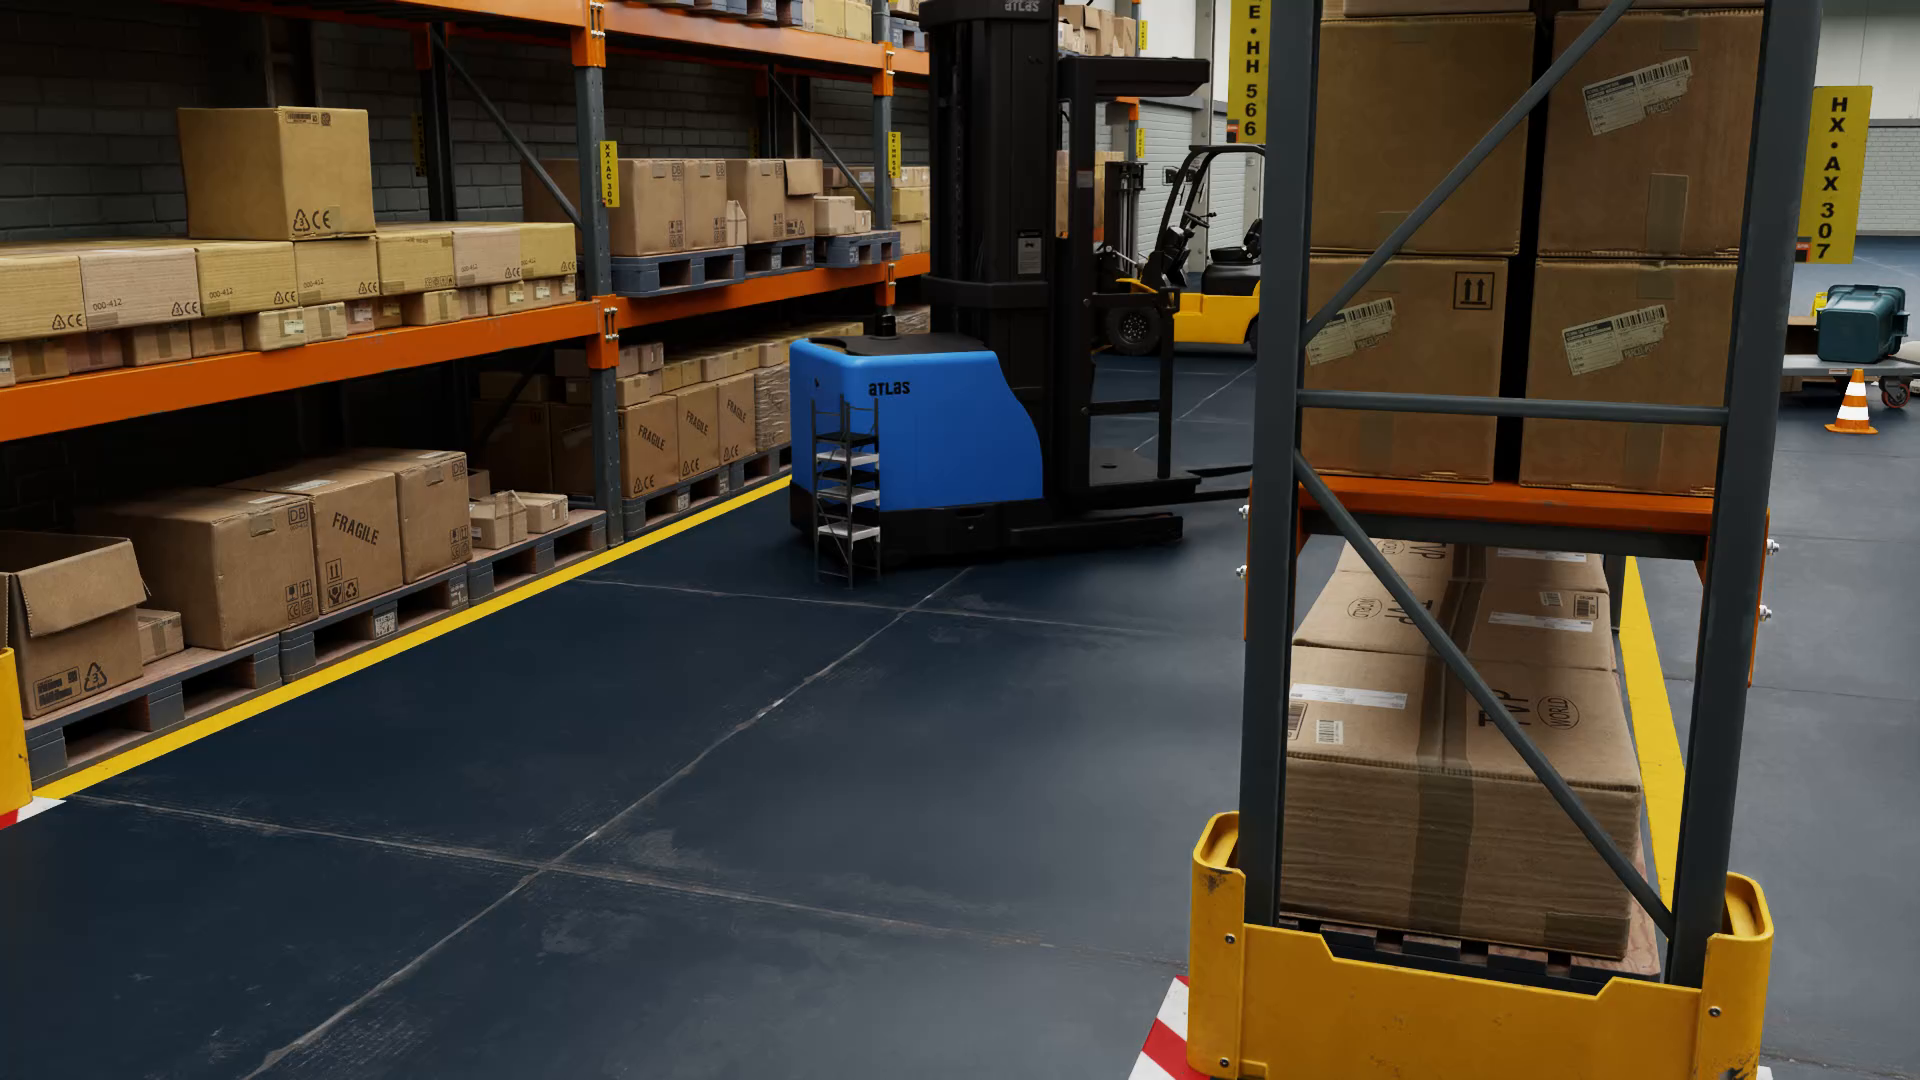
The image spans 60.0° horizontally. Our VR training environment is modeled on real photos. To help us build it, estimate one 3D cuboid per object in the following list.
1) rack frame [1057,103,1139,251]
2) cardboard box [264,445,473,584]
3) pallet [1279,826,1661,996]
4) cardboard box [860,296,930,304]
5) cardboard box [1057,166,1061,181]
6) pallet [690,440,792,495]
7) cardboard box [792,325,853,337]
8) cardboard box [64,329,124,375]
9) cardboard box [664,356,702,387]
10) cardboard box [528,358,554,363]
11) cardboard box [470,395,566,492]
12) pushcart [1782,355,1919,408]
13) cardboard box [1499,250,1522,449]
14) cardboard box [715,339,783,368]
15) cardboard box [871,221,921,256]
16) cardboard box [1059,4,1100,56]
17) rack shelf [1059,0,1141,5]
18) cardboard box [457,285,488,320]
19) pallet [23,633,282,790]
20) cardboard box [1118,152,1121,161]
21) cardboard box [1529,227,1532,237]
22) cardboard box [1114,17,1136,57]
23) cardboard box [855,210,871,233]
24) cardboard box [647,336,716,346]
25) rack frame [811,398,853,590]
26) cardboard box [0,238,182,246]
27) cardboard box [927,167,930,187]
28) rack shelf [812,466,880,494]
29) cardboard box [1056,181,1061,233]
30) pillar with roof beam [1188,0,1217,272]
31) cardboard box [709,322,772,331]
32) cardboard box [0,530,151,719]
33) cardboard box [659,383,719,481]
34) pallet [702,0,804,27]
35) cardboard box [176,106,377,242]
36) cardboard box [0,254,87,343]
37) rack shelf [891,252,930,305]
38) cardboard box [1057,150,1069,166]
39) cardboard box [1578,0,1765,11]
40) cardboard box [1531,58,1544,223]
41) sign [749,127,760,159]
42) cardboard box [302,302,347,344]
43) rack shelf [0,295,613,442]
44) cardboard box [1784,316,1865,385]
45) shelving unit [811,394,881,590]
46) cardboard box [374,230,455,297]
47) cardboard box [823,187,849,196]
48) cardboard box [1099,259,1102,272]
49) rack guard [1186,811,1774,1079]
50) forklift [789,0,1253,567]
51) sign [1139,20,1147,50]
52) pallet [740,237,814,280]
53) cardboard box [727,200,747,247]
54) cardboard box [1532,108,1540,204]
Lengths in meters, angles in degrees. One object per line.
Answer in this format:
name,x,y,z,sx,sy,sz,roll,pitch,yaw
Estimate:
rack frame,1.594,-3.990,19.730,1.000,3.000,0.127,4,14,18
cardboard box,-2.646,-0.125,7.469,0.700,0.500,0.500,4,13,16
pallet,1.300,0.921,4.480,1.003,0.211,1.213,4,14,18
cardboard box,-0.358,-1.763,14.365,0.875,0.625,0.625,4,13,16
cardboard box,0.792,-3.673,16.656,0.380,0.149,0.250,4,14,18
pallet,-1.668,-0.536,10.861,1.003,0.211,1.213,4,14,18
cardboard box,-0.974,-1.426,11.712,0.380,0.149,0.250,4,13,15
cardboard box,-3.126,-0.663,5.717,0.380,0.149,0.250,4,14,18
cardboard box,-1.756,-1.000,9.843,0.380,0.149,0.250,4,13,17
cardboard box,-2.292,-0.972,9.721,0.380,0.149,0.250,5,14,19
cardboard box,-2.410,-0.574,9.437,0.500,0.500,0.500,4,14,18
pushcart,7.171,-1.359,14.096,1.648,0.377,0.936,0,13,-1
cardboard box,1.197,-0.539,4.383,0.500,0.500,0.500,4,13,17
cardboard box,-1.370,-1.209,10.759,0.380,0.149,0.250,4,13,16
cardboard box,-0.620,-2.309,12.699,0.500,0.250,0.500,4,14,19
cardboard box,1.030,-5.317,17.400,0.797,0.503,0.637,5,14,20
rack shelf,0.947,-5.948,17.342,1.077,0.370,4.000,4,14,18
cardboard box,-2.388,-1.090,7.586,0.380,0.149,0.250,5,14,20
pallet,-3.301,0.554,6.086,1.003,0.211,1.213,4,14,18
cardboard box,1.627,-4.356,18.979,0.380,0.149,0.250,4,14,18
cardboard box,2.007,-0.715,5.155,0.500,0.500,0.500,5,14,20
cardboard box,1.681,-5.644,18.842,0.500,0.500,0.500,5,14,20
cardboard box,-0.844,-2.222,11.604,0.380,0.149,0.250,5,14,19
cardboard box,-1.826,-1.245,10.916,0.380,0.149,0.250,4,14,19
rack frame,-0.609,-0.216,7.911,0.240,0.900,0.006,10,16,37
cardboard box,-3.353,-1.022,6.392,0.500,0.250,0.500,5,14,20
cardboard box,-0.396,-2.885,13.204,0.380,0.149,0.250,5,14,19
rack shelf,-0.547,-0.289,7.977,0.258,0.077,0.200,10,16,37
cardboard box,0.690,-3.271,16.355,0.500,0.500,0.500,4,13,17
pillar with roof beam,8.472,-9.050,28.416,9.100,9.000,0.400,4,14,18
cardboard box,-1.569,-1.467,11.890,0.380,0.149,0.250,5,14,20
cardboard box,-3.295,0.269,5.735,0.797,0.503,0.637,4,13,16
cardboard box,-1.756,-0.648,9.761,0.500,0.500,0.500,4,14,18
pallet,-1.679,-3.185,9.884,1.213,0.211,1.003,4,14,18
cardboard box,-2.696,-1.451,6.587,0.500,0.500,0.500,5,14,20
cardboard box,-3.181,-0.769,5.287,0.500,0.250,0.500,4,14,19
rack shelf,-0.347,-2.376,14.275,1.077,0.370,4.000,4,14,18
cardboard box,0.937,-3.867,16.837,0.380,0.149,0.250,5,14,20
cardboard box,1.492,-1.172,3.453,0.380,0.149,0.250,5,14,20
cardboard box,1.860,-1.100,4.594,0.500,0.500,0.500,4,14,18
sign,-1.521,-2.910,12.393,0.100,0.325,0.005,4,14,18
cardboard box,-2.687,-0.873,6.636,0.380,0.149,0.250,5,14,20
rack shelf,-2.936,-0.692,6.895,1.077,0.370,4.000,4,14,18
cardboard box,7.824,-1.733,15.146,0.797,0.637,0.503,4,14,18
shelving unit,-0.546,-0.234,7.989,0.258,0.900,0.210,10,16,37
cardboard box,-2.545,-1.200,7.174,0.500,0.250,0.500,4,14,18
cardboard box,-1.112,-2.591,12.813,0.500,0.250,0.500,5,14,20
cardboard box,1.255,-2.901,17.948,0.500,0.250,0.500,4,13,17
rack guard,1.107,0.959,3.663,1.175,0.500,0.348,4,14,18
forklift,0.645,-1.485,8.908,3.031,2.935,1.130,-5,14,-22
sign,2.103,-5.804,19.122,0.100,0.325,0.005,4,14,18
pallet,-1.619,-1.802,10.576,1.003,0.211,1.213,4,14,18
cardboard box,-1.476,-1.868,9.788,0.396,0.266,0.258,5,14,21
cardboard box,2.316,-1.755,7.466,0.500,0.500,0.500,5,14,20
